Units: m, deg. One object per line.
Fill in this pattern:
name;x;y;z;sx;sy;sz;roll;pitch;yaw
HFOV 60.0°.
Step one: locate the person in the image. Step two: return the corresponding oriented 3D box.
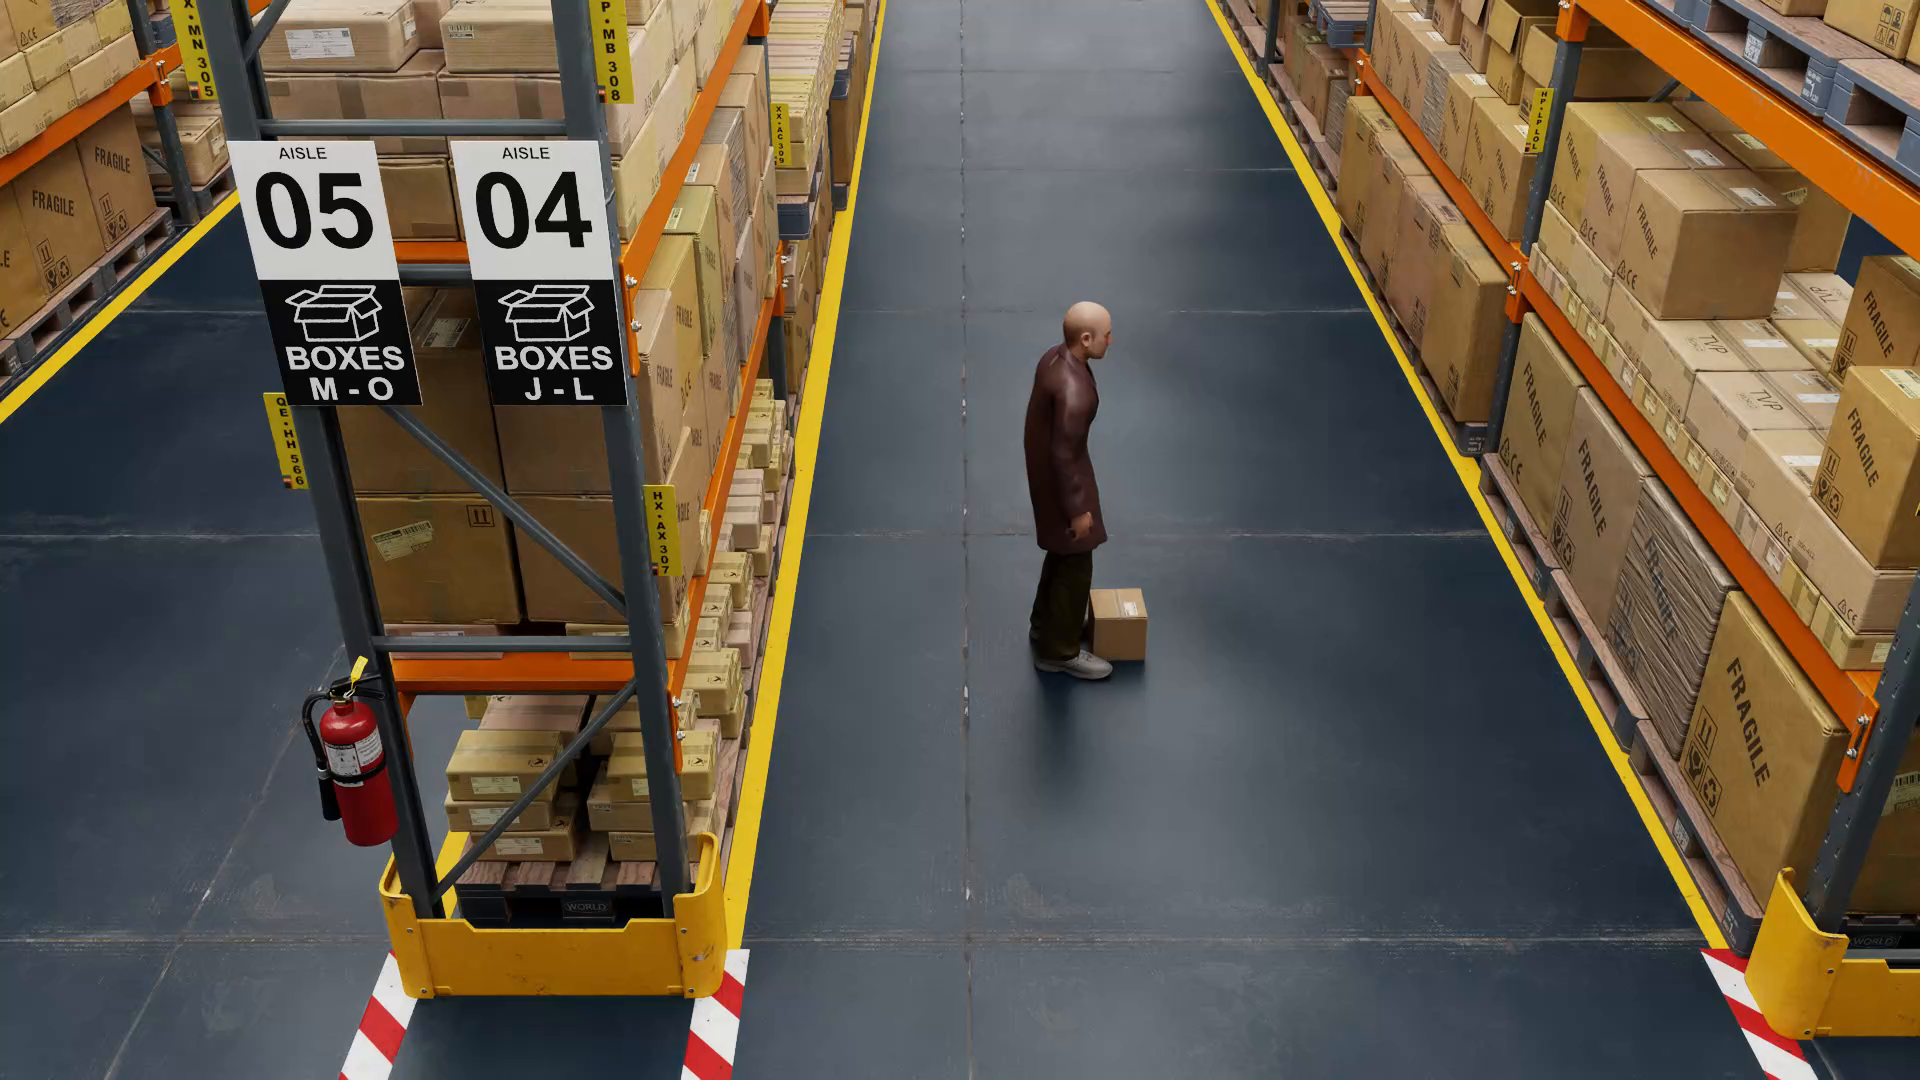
person;0.498;-0.241;7.548;0.426;1.773;0.640;-1;31;-1
